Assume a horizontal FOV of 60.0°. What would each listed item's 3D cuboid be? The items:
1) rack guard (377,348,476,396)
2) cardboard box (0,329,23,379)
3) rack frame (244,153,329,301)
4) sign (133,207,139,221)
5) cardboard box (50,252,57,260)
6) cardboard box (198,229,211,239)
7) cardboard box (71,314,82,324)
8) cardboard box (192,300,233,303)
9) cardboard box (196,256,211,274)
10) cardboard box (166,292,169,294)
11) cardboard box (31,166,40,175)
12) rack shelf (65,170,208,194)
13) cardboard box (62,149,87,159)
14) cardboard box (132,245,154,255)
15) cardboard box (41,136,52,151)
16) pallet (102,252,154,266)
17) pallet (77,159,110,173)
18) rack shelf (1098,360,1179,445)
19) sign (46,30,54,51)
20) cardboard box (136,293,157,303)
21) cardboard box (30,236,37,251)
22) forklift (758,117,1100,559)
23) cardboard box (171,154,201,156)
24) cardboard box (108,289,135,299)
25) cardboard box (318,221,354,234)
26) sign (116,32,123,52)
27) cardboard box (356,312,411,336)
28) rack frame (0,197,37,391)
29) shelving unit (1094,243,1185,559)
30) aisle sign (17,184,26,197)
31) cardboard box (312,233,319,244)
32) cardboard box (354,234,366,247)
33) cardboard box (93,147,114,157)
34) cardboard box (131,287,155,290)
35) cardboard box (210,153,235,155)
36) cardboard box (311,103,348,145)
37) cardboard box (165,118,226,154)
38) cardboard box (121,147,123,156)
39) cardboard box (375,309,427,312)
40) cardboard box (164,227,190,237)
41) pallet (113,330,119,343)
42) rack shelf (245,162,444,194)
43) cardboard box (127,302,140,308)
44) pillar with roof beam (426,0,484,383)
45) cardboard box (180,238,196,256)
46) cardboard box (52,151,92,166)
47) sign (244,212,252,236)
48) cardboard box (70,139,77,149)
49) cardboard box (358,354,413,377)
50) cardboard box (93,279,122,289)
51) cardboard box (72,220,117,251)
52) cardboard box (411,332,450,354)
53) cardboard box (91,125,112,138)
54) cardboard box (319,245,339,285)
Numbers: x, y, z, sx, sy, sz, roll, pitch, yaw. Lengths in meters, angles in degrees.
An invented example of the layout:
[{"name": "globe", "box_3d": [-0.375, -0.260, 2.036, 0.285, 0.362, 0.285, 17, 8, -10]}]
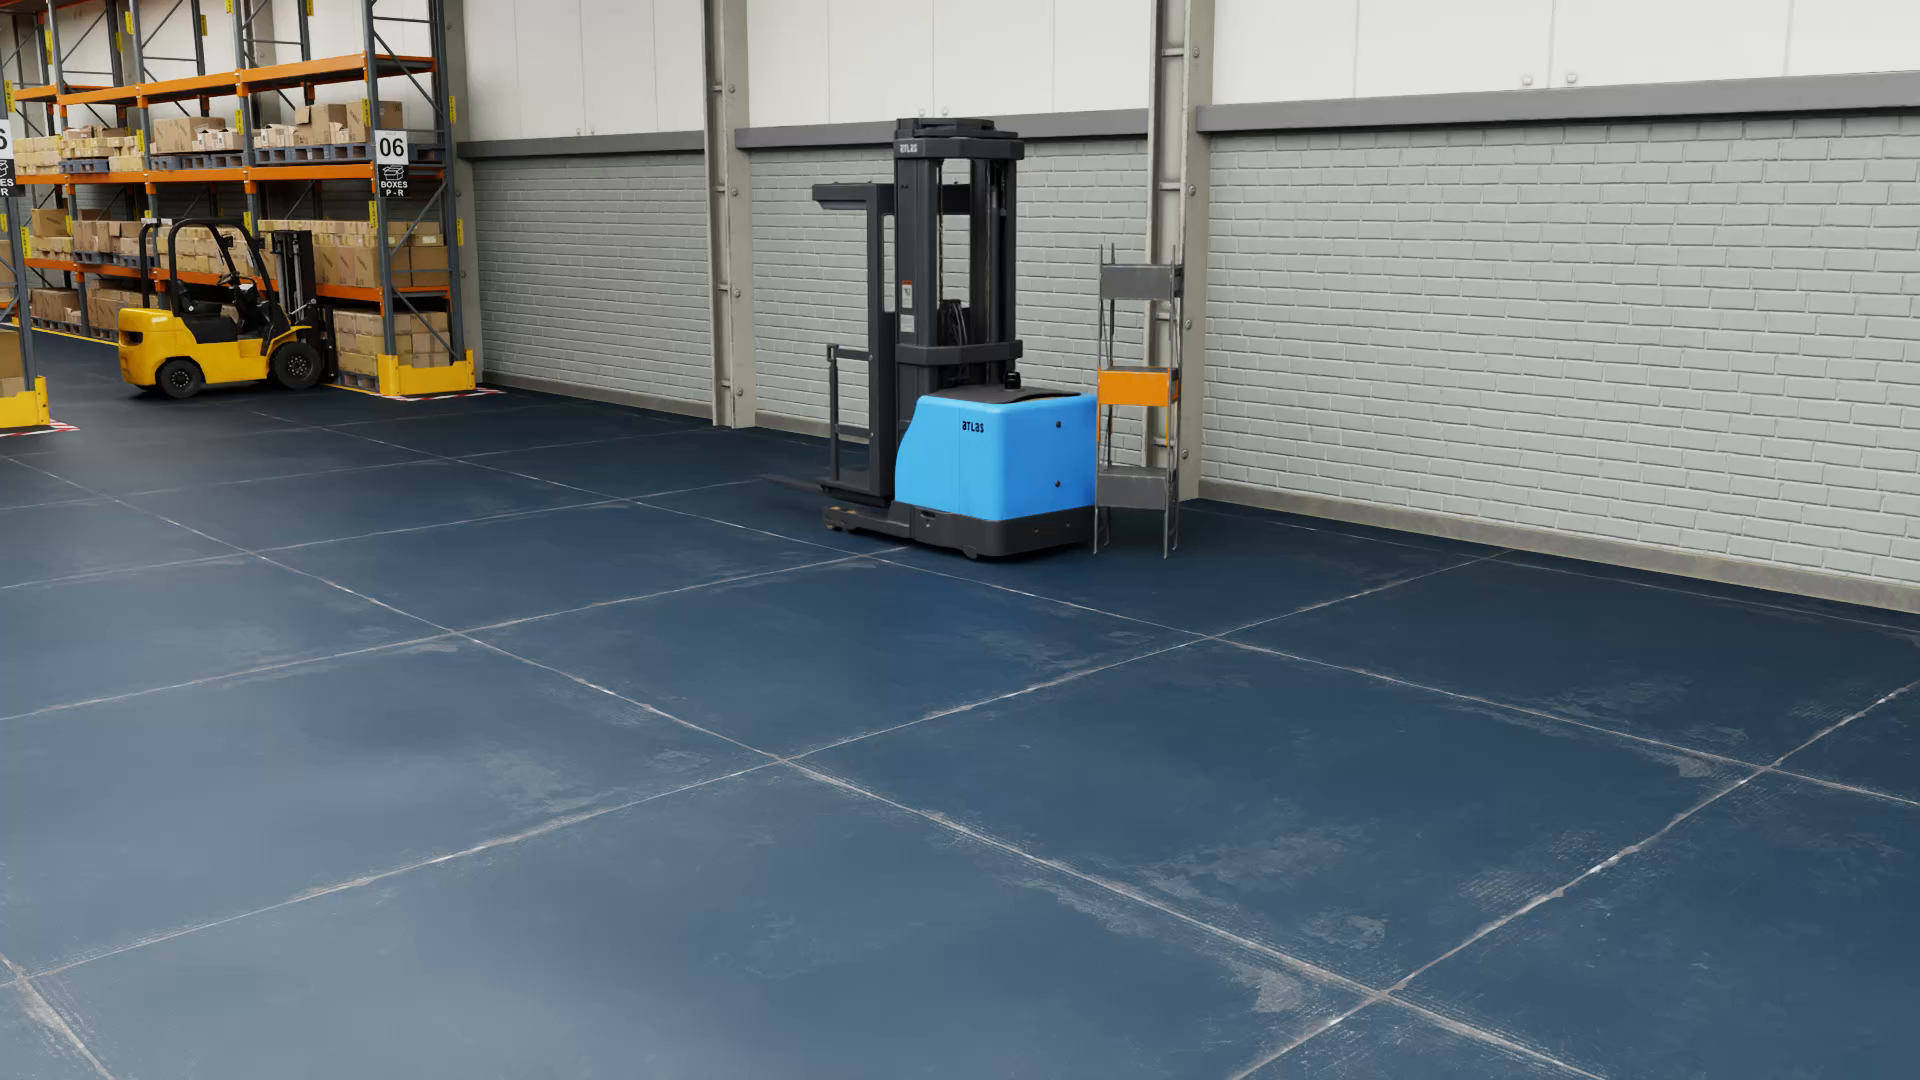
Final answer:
[{"name": "rack guard", "box_3d": [-6.718, -2.123, 20.975, 1.175, 0.500, 0.348, -11, 16, -43]}, {"name": "cardboard box", "box_3d": [-10.695, -2.044, 18.314, 0.500, 0.500, 0.500, 11, 16, 43]}, {"name": "rack frame", "box_3d": [-9.497, -3.934, 23.573, 1.000, 3.000, 0.127, -11, 16, -43]}, {"name": "sign", "box_3d": [-14.622, -5.747, 29.501, 0.100, 0.325, 0.005, -11, 16, -43]}, {"name": "cardboard box", "box_3d": [-16.175, -5.135, 30.024, 0.380, 0.149, 0.250, -11, 16, -43]}, {"name": "cardboard box", "box_3d": [-11.036, -4.530, 24.610, 0.250, 0.149, 0.380, 11, 16, 44]}, {"name": "cardboard box", "box_3d": [-15.618, -3.951, 29.682, 0.250, 0.149, 0.380, 11, 16, 43]}, {"name": "cardboard box", "box_3d": [-11.381, -3.373, 25.695, 0.875, 0.625, 0.625, -10, 15, -41]}, {"name": "cardboard box", "box_3d": [-11.068, -4.121, 24.854, 0.500, 0.250, 0.500, -10, 15, -41]}, {"name": "cardboard box", "box_3d": [-13.123, -4.088, 27.867, 0.380, 0.149, 0.250, -11, 16, -44]}, {"name": "cardboard box", "box_3d": [-16.568, -6.680, 30.088, 0.380, 0.149, 0.250, -10, 16, -41]}, {"name": "rack shelf", "box_3d": [-13.640, -5.927, 27.593, 1.077, 0.370, 4.000, -11, 16, -43]}, {"name": "cardboard box", "box_3d": [-15.103, -6.603, 28.430, 0.380, 0.149, 0.250, -11, 16, -42]}, {"name": "cardboard box", "box_3d": [-12.990, -4.643, 26.596, 0.380, 0.149, 0.250, -11, 16, -42]}, {"name": "cardboard box", "box_3d": [-15.901, -7.001, 29.420, 0.500, 0.250, 0.500, -11, 16, -43]}, {"name": "pallet", "box_3d": [-13.605, -4.707, 27.801, 1.003, 0.211, 1.213, -11, 16, -43]}, {"name": "pallet", "box_3d": [-13.903, -6.223, 27.715, 1.213, 0.211, 1.003, -11, 16, -43]}, {"name": "rack shelf", "box_3d": [1.224, -0.941, 11.340, 0.480, 0.518, 0.431, 4, 12, 17]}, {"name": "sign", "box_3d": [-15.426, -8.463, 28.179, 0.100, 0.325, 0.005, -11, 16, -43]}, {"name": "cardboard box", "box_3d": [-13.293, -3.979, 27.336, 0.380, 0.149, 0.250, -10, 15, -41]}, {"name": "cardboard box", "box_3d": [-16.964, -5.507, 30.841, 0.500, 0.250, 0.500, -11, 16, -44]}, {"name": "forklift", "box_3d": [-0.372, -1.547, 12.155, 1.130, 2.935, 3.031, -10, 15, -40]}, {"name": "cardboard box", "box_3d": [-12.338, -6.195, 26.499, 0.380, 0.149, 0.250, -11, 16, -42]}, {"name": "cardboard box", "box_3d": [-14.334, -4.208, 28.448, 0.380, 0.149, 0.250, -11, 16, -44]}, {"name": "cardboard box", "box_3d": [-8.088, -4.058, 21.582, 0.380, 0.149, 0.250, -10, 16, -41]}, {"name": "sign", "box_3d": [-14.624, -8.653, 28.904, 0.100, 0.325, 0.005, -11, 16, -43]}, {"name": "cardboard box", "box_3d": [-7.278, -2.723, 20.989, 0.500, 0.250, 0.500, -10, 15, -41]}, {"name": "rack frame", "box_3d": [-10.322, -2.658, 17.380, 1.000, 3.000, 0.127, -11, 16, -43]}, {"name": "shelving unit", "box_3d": [1.224, -0.954, 11.338, 0.503, 2.100, 0.431, 4, 12, 17]}, {"name": "aisle sign", "box_3d": [-18.043, -6.928, 31.661, 0.394, 0.787, 0.004, -11, 16, -43]}, {"name": "cardboard box", "box_3d": [-8.413, -3.989, 21.985, 0.380, 0.149, 0.250, -11, 16, -44]}, {"name": "cardboard box", "box_3d": [-7.374, -3.762, 20.881, 0.380, 0.149, 0.250, -11, 16, -42]}, {"name": "cardboard box", "box_3d": [-14.022, -6.383, 27.358, 0.380, 0.149, 0.250, -10, 16, -41]}, {"name": "cardboard box", "box_3d": [-14.199, -4.315, 28.970, 0.380, 0.149, 0.250, -11, 16, -42]}, {"name": "cardboard box", "box_3d": [-11.573, -6.098, 25.727, 0.500, 0.250, 0.500, -11, 16, -43]}, {"name": "cardboard box", "box_3d": [-7.851, -5.317, 21.316, 0.700, 0.500, 0.500, -11, 16, -42]}, {"name": "cardboard box", "box_3d": [-11.514, -6.091, 25.074, 0.700, 0.500, 0.500, -11, 16, -44]}, {"name": "cardboard box", "box_3d": [-13.345, -6.283, 26.924, 0.380, 0.149, 0.250, -11, 16, -42]}, {"name": "cardboard box", "box_3d": [-7.277, -2.868, 21.694, 0.500, 0.250, 0.500, -11, 16, -42]}, {"name": "cardboard box", "box_3d": [-12.067, -4.758, 25.718, 0.380, 0.149, 0.250, -10, 16, -41]}, {"name": "pallet", "box_3d": [-13.585, -3.444, 28.107, 1.003, 0.211, 1.213, -11, 16, -43]}, {"name": "rack shelf", "box_3d": [-8.115, -4.759, 21.926, 1.077, 0.370, 4.000, -11, 16, -43]}, {"name": "cardboard box", "box_3d": [-13.408, -3.682, 27.501, 0.500, 0.500, 0.500, -10, 15, -40]}, {"name": "pillar with roof beam", "box_3d": [-9.677, -5.916, 18.325, 9.100, 9.000, 0.400, -11, 16, -43]}, {"name": "cardboard box", "box_3d": [-11.436, -4.438, 25.153, 0.500, 0.250, 0.500, 11, 16, 44]}, {"name": "cardboard box", "box_3d": [-15.536, -6.679, 29.095, 0.500, 0.250, 0.500, -11, 16, -42]}, {"name": "sign", "box_3d": [-9.882, -4.385, 23.091, 0.100, 0.325, 0.005, -11, 16, -43]}, {"name": "cardboard box", "box_3d": [-14.752, -6.671, 28.023, 0.380, 0.149, 0.250, -11, 16, -44]}, {"name": "cardboard box", "box_3d": [-7.287, -2.234, 21.094, 0.500, 0.250, 0.500, -11, 16, -42]}, {"name": "cardboard box", "box_3d": [-14.752, -4.426, 28.769, 0.250, 0.149, 0.380, 11, 16, 42]}, {"name": "cardboard box", "box_3d": [-14.849, -5.255, 28.694, 0.700, 0.500, 0.500, -10, 16, -41]}, {"name": "cardboard box", "box_3d": [-6.909, -2.552, 21.398, 0.500, 0.250, 0.500, -11, 16, -42]}, {"name": "cardboard box", "box_3d": [-14.760, -7.016, 28.668, 0.396, 0.266, 0.258, -11, 16, -43]}, {"name": "cardboard box", "box_3d": [-7.970, -3.586, 21.637, 0.500, 0.500, 0.500, -11, 16, -44]}]
